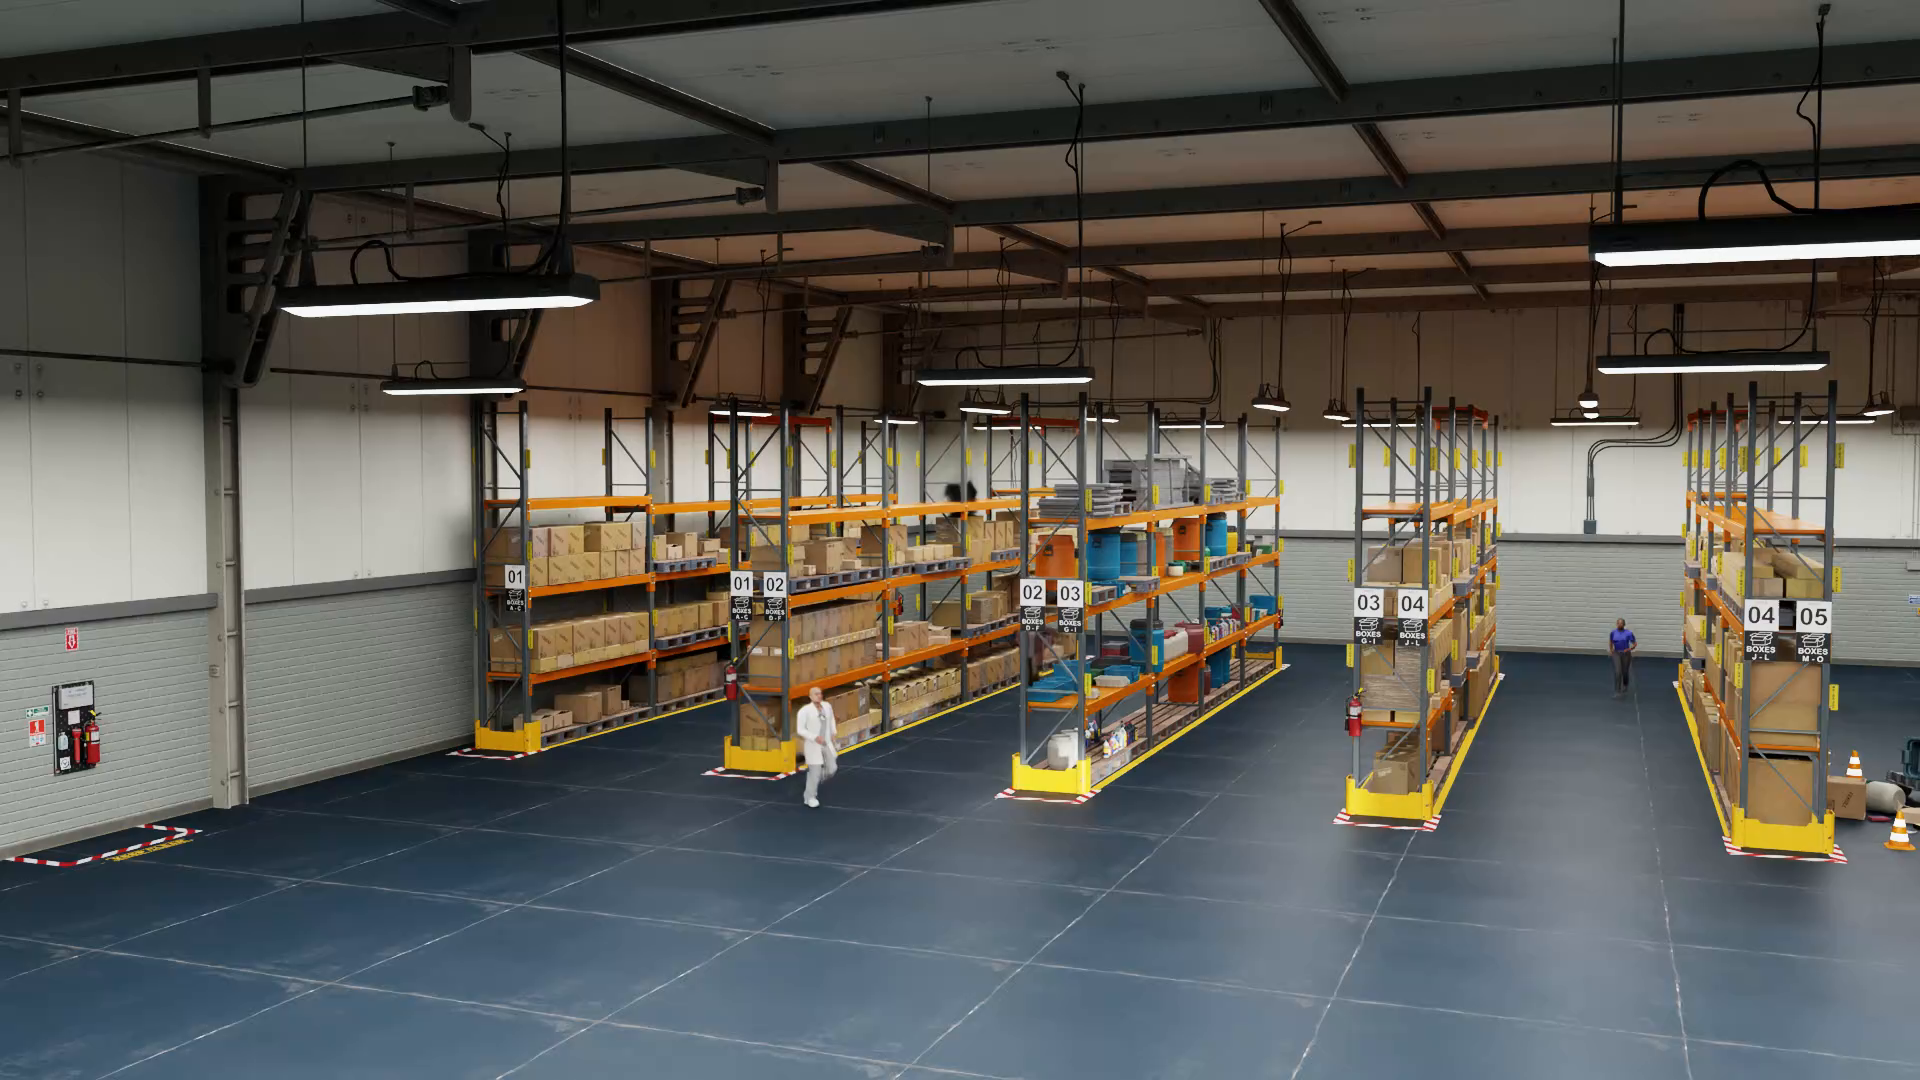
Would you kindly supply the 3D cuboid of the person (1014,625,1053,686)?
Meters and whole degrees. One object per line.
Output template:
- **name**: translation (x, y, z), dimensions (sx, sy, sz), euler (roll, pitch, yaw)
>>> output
- **person**: translation (1.408, 2.310, 32.318), dimensions (0.728, 1.867, 0.763), euler (1, 3, 12)

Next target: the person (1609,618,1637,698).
- **person**: translation (13.890, 2.459, 34.865), dimensions (0.573, 1.653, 0.859), euler (2, 3, 30)

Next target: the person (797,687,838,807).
- **person**: translation (-2.018, 2.971, 23.901), dimensions (0.732, 1.734, 0.692), euler (-2, 3, -37)
